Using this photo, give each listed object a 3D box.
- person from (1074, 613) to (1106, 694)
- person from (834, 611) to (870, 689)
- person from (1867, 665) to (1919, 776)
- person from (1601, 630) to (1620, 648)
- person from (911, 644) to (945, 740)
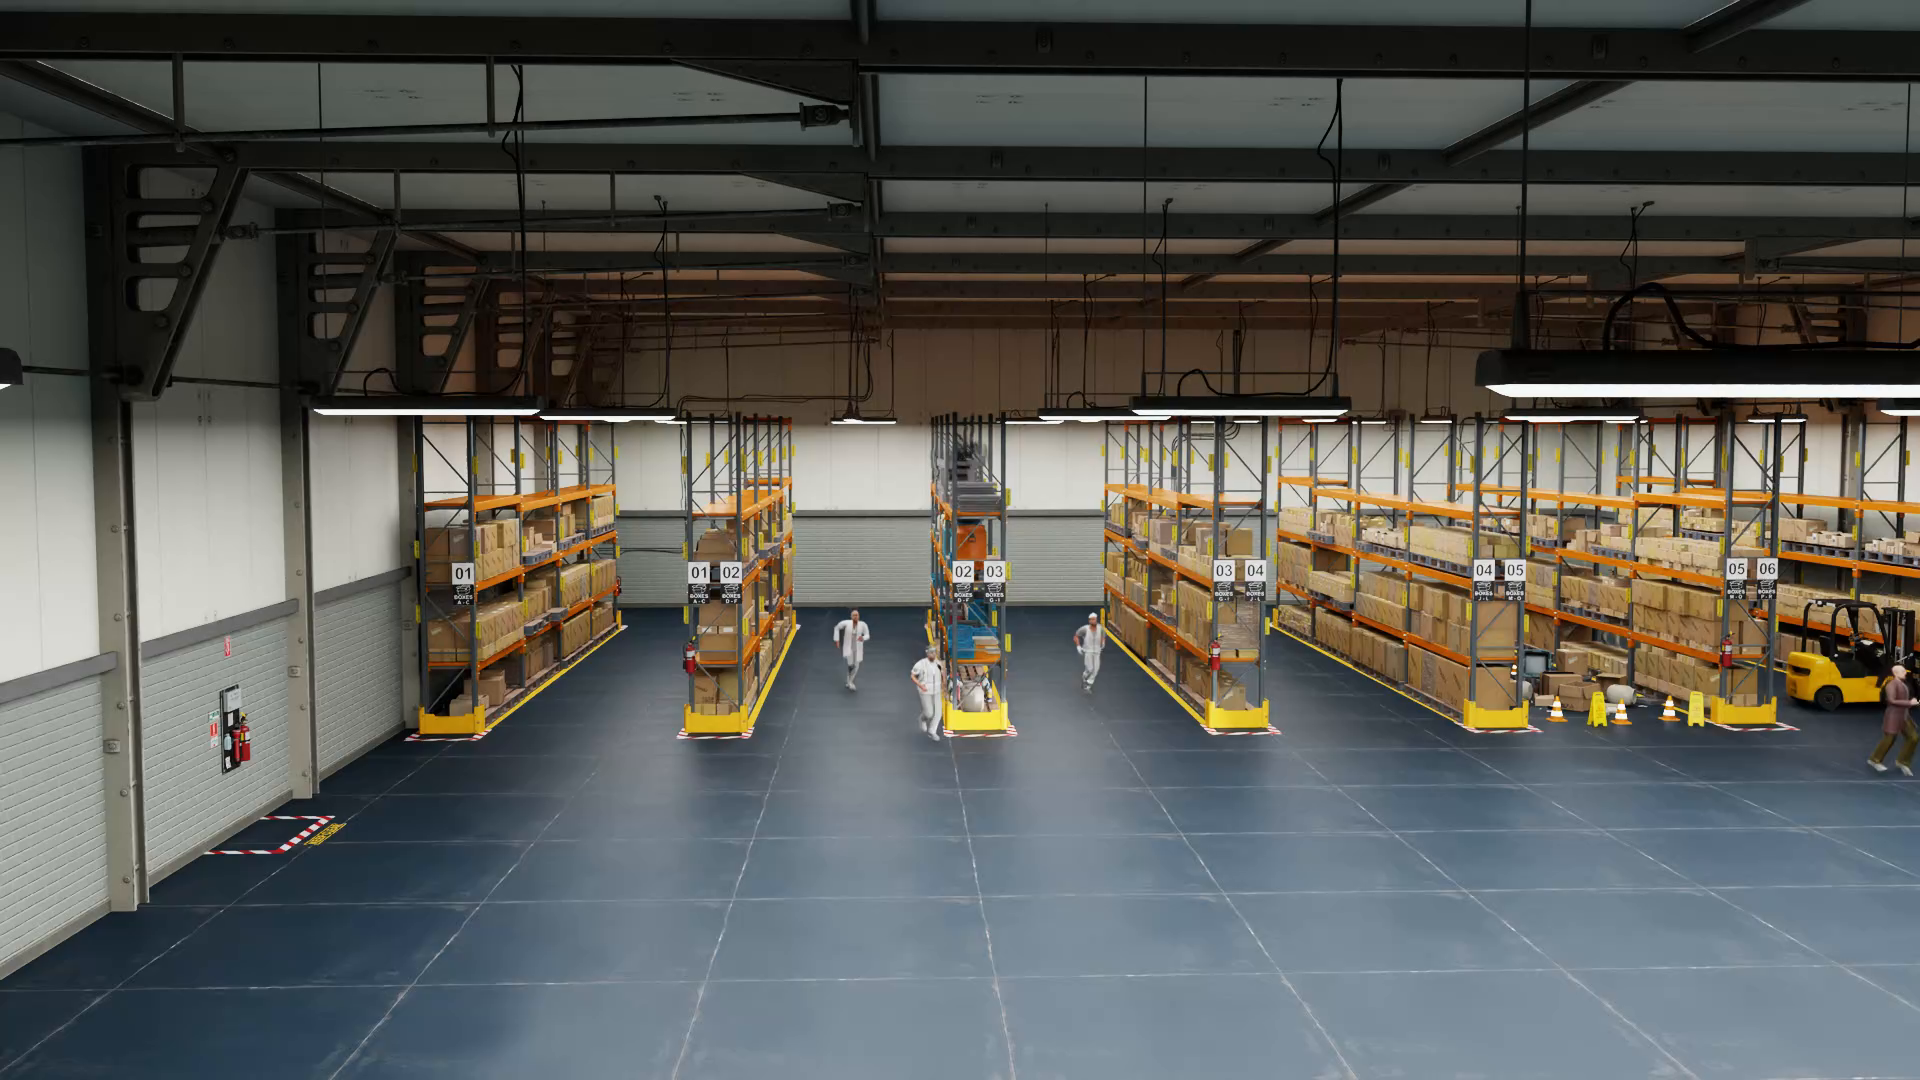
[{"bbox_3d":[2.832,2.431,35.557,0.658,1.736,0.560,-1,4,-17],"label":"person"},{"bbox_3d":[-2.341,2.393,36.181,0.758,1.729,0.754,-1,4,-11],"label":"person"},{"bbox_3d":[15.407,2.978,27.361,0.708,1.857,0.840,-3,5,-34],"label":"person"},{"bbox_3d":[16.406,2.017,41.916,0.596,1.740,0.720,-1,4,-8],"label":"person"},{"bbox_3d":[-0.564,2.783,30.593,0.698,1.757,0.588,-2,4,-26],"label":"person"}]
